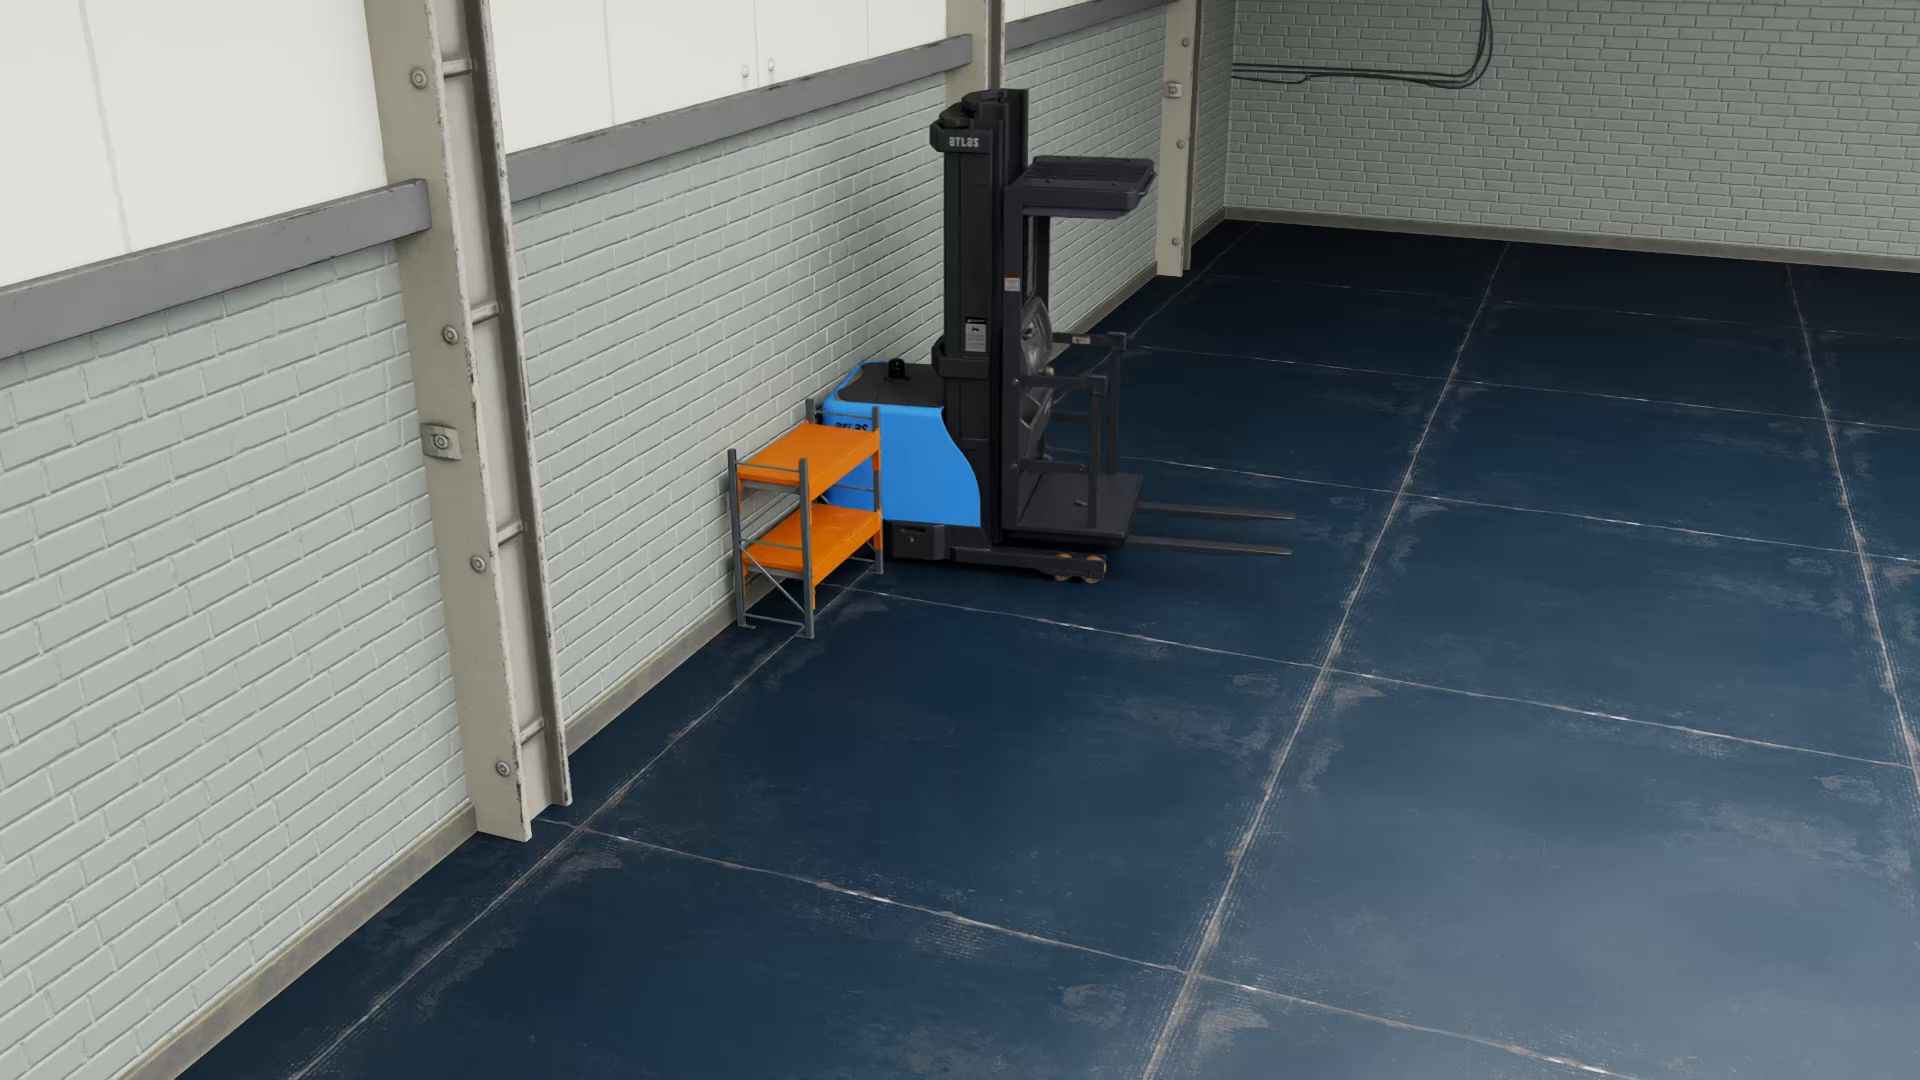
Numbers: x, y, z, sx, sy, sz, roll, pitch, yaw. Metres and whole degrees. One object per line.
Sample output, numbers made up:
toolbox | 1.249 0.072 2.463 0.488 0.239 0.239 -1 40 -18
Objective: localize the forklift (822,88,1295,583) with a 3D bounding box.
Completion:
forklift | 0.675 -1.305 10.573 3.031 2.935 1.130 5 23 11

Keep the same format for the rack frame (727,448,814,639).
rack frame | -1.103 0.029 9.722 0.500 1.125 0.032 9 24 20

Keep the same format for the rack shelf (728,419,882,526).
rack shelf | -0.918 -0.424 10.046 0.538 0.278 1.000 9 24 20

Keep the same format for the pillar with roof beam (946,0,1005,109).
pillar with roof beam | 4.108 -4.351 9.992 9.100 9.000 0.400 9 24 20

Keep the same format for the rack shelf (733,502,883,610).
rack shelf | -0.918 0.072 10.253 0.538 0.278 1.000 9 24 20

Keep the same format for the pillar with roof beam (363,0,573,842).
pillar with roof beam | 1.879 -2.204 4.852 9.100 9.000 0.400 9 24 20

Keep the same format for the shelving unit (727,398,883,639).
shelving unit | -0.918 -0.154 10.159 0.538 1.125 1.048 9 24 20

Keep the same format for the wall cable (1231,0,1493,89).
wall cable | 4.661 -6.547 19.277 3.097 2.526 0.112 9 24 20

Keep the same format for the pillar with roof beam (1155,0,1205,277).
pillar with roof beam | 6.336 -6.499 15.132 9.100 9.000 0.400 9 24 20

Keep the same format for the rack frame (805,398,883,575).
rack frame | -0.734 -0.336 10.596 0.500 1.125 0.032 9 24 20
